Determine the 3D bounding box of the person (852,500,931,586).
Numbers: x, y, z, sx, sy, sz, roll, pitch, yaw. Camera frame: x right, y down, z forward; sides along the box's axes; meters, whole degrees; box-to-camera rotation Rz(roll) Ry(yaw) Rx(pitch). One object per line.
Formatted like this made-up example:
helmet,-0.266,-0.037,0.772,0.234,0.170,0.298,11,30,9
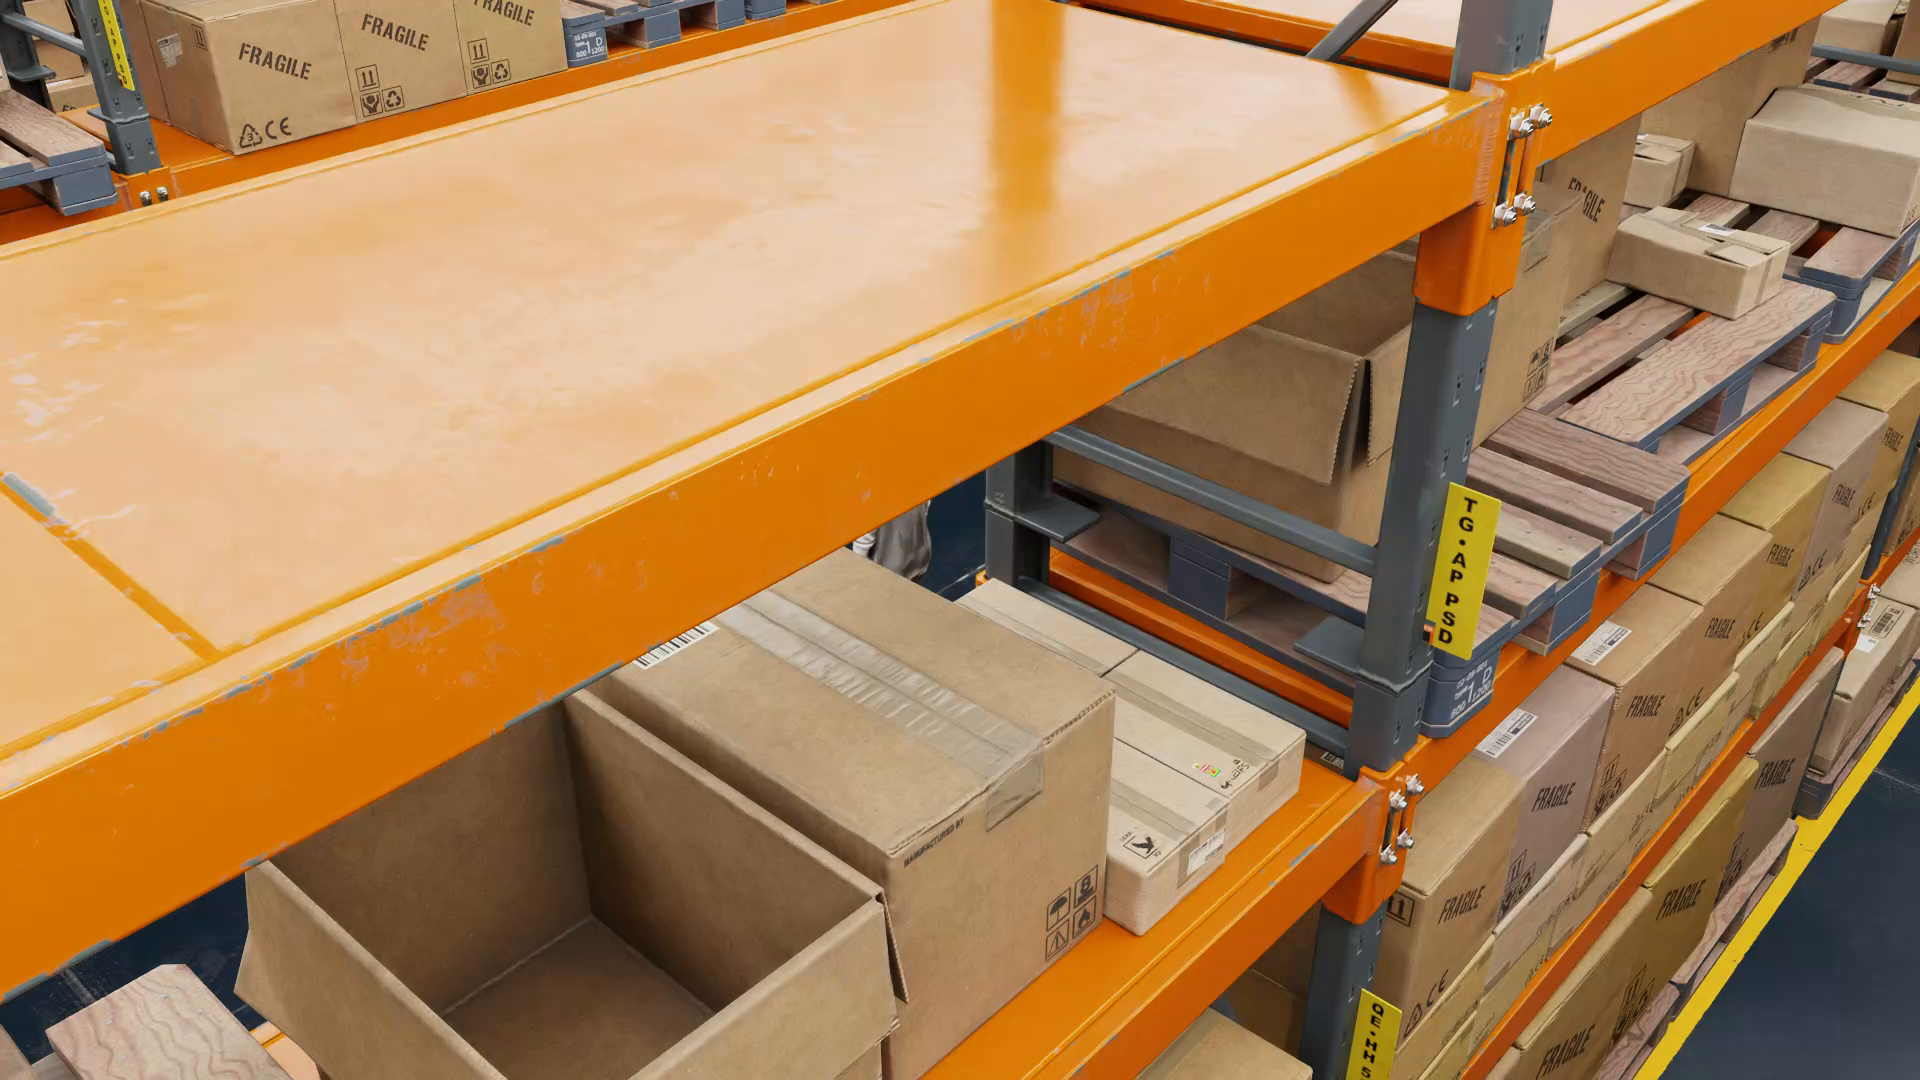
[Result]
person,-0.314,0.097,7.488,0.341,1.594,0.482,24,39,33
